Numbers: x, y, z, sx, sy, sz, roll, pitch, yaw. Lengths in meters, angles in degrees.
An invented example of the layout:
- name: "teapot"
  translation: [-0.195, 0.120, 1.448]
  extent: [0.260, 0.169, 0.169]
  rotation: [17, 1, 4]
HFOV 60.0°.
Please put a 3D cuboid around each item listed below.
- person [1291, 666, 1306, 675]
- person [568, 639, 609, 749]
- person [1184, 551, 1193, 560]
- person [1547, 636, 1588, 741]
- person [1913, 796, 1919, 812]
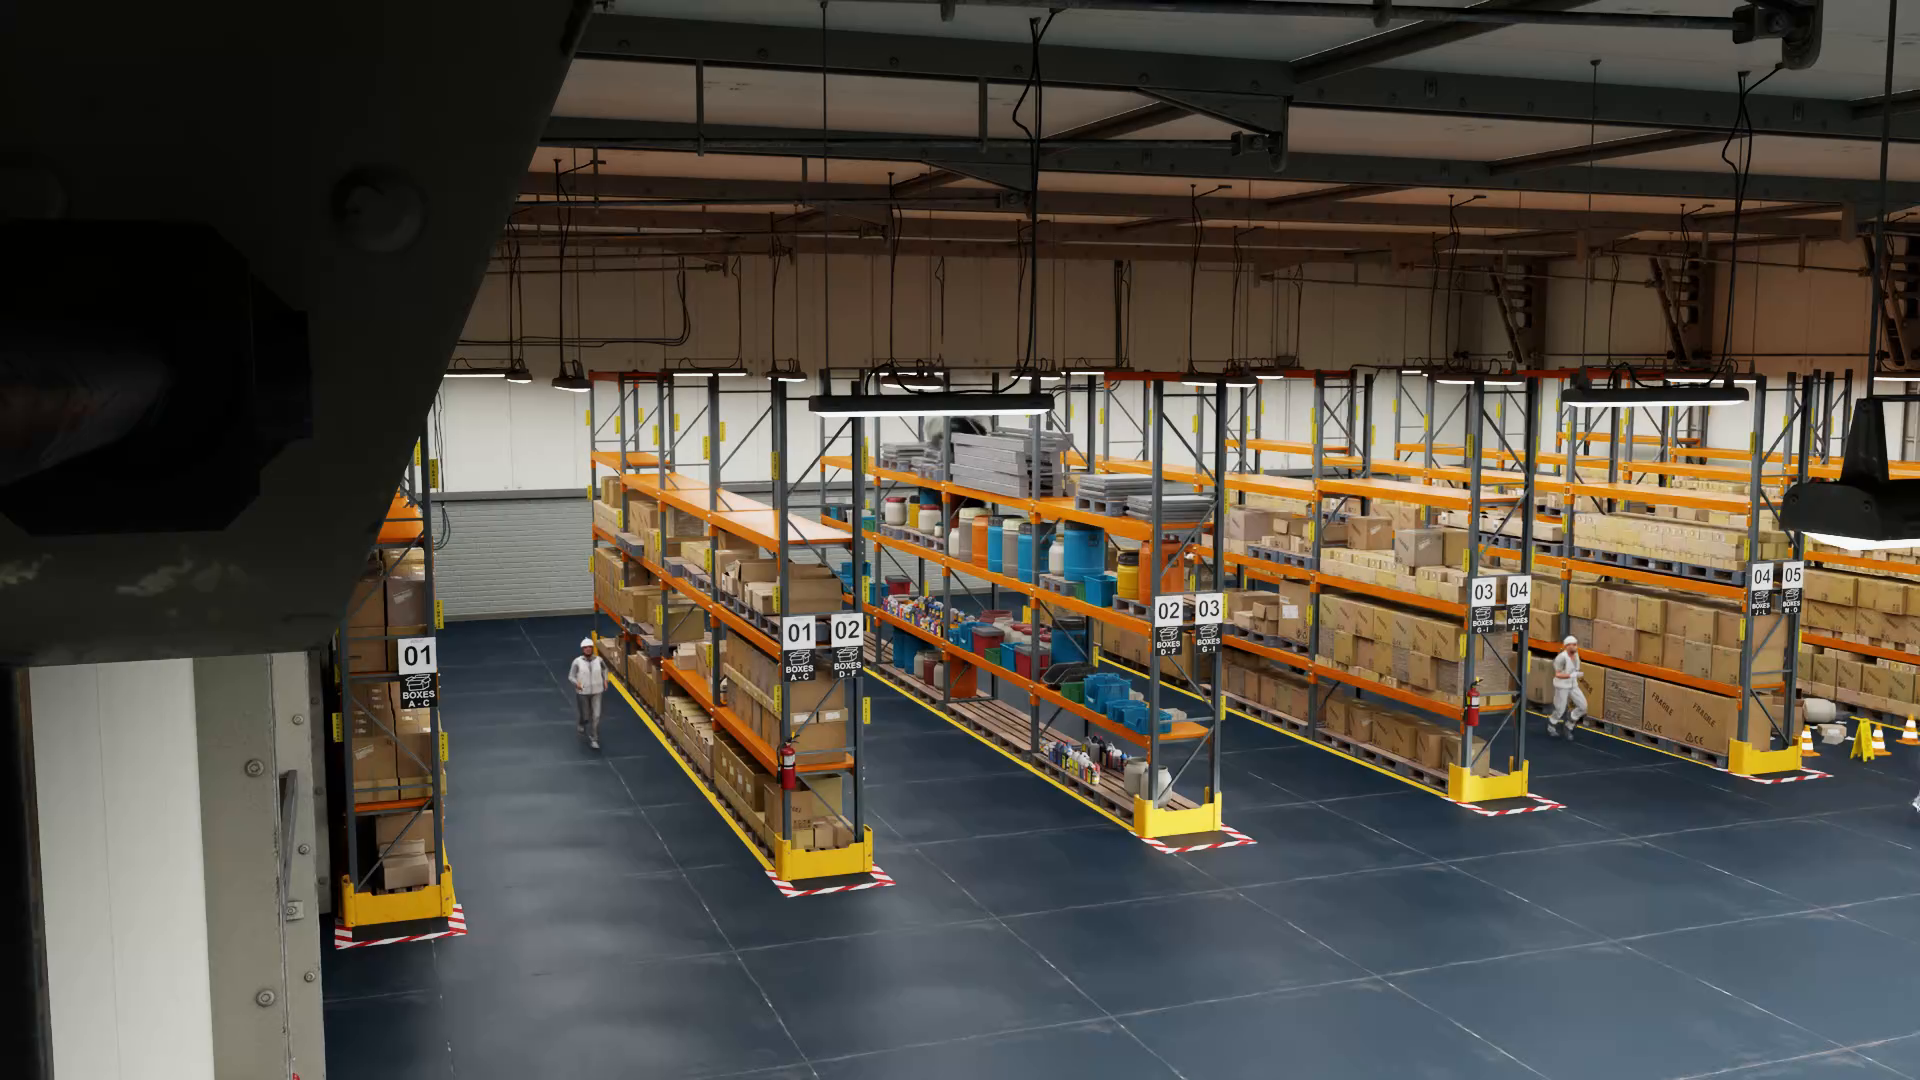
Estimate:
- name: "person"
  translation: [6.554, 2.027, 31.661]
  extent: [0.530, 1.563, 0.545]
  rotation: [-3, 7, -28]
- name: "person"
  translation: [-6.002, 2.466, 26.988]
  extent: [0.677, 1.746, 0.875]
  rotation: [-3, 7, -22]
- name: "person"
  translation: [5.536, 0.891, 41.153]
  extent: [0.523, 1.711, 0.704]
  rotation: [-2, 7, -16]
- name: "person"
  translation: [9.918, 2.413, 27.129]
  extent: [0.697, 1.746, 0.808]
  rotation: [-3, 7, -27]
- name: "person"
  translation: [13.327, 3.057, 22.296]
  extent: [0.906, 1.611, 0.557]
  rotation: [3, 7, 23]
